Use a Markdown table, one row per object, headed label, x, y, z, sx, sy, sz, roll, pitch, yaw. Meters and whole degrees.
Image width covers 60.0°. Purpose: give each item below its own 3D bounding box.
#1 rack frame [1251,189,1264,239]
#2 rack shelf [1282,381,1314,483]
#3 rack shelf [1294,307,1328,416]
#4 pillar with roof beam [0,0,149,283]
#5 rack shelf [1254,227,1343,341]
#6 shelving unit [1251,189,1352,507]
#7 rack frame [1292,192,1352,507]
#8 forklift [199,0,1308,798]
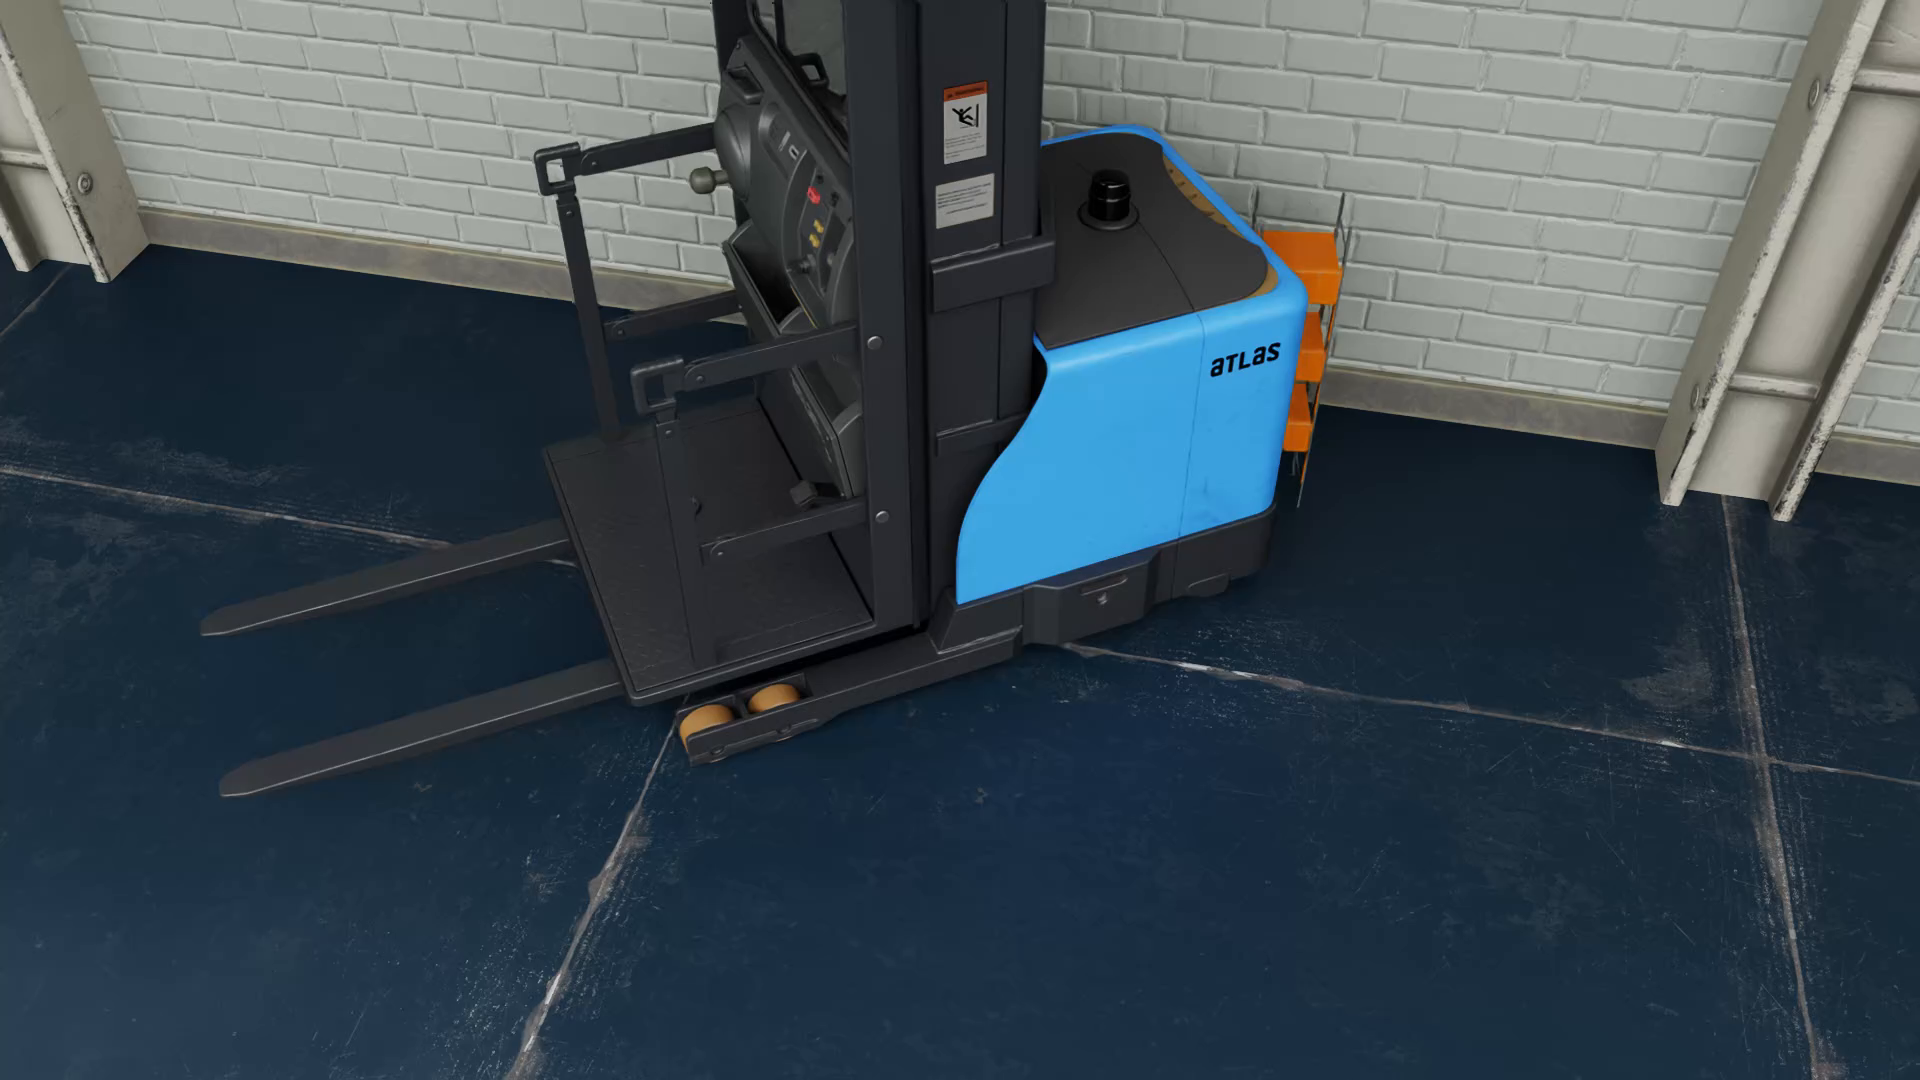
| label | x | y | z | sx | sy | sz | roll | pitch | yaw |
| --- | --- | --- | --- | --- | --- | --- | --- | --- | --- |
| rack frame | 0.852 | -0.563 | 5.078 | 0.008 | 1.050 | 0.200 | 2 | 44 | 3 |
| rack shelf | 0.973 | -0.350 | 5.272 | 0.240 | 0.259 | 0.215 | 2 | 44 | 3 |
| rack shelf | 0.973 | -0.550 | 5.079 | 0.240 | 0.259 | 0.215 | 2 | 44 | 3 |
| pillar with roof beam | -4.301 | -1.429 | 0.246 | 0.400 | 9.000 | 9.100 | 9 | 45 | 9 |
| rack shelf | 0.973 | -0.754 | 4.883 | 0.240 | 0.259 | 0.215 | 2 | 44 | 3 |
| shelving unit | 0.973 | -0.558 | 5.072 | 0.252 | 1.050 | 0.215 | 2 | 44 | 3 |
| rack frame | 1.095 | -0.552 | 5.067 | 0.008 | 1.050 | 0.200 | 2 | 44 | 3 |
| forklift | -0.621 | -0.858 | 4.027 | 3.031 | 2.935 | 1.130 | -16 | 46 | -16 |
